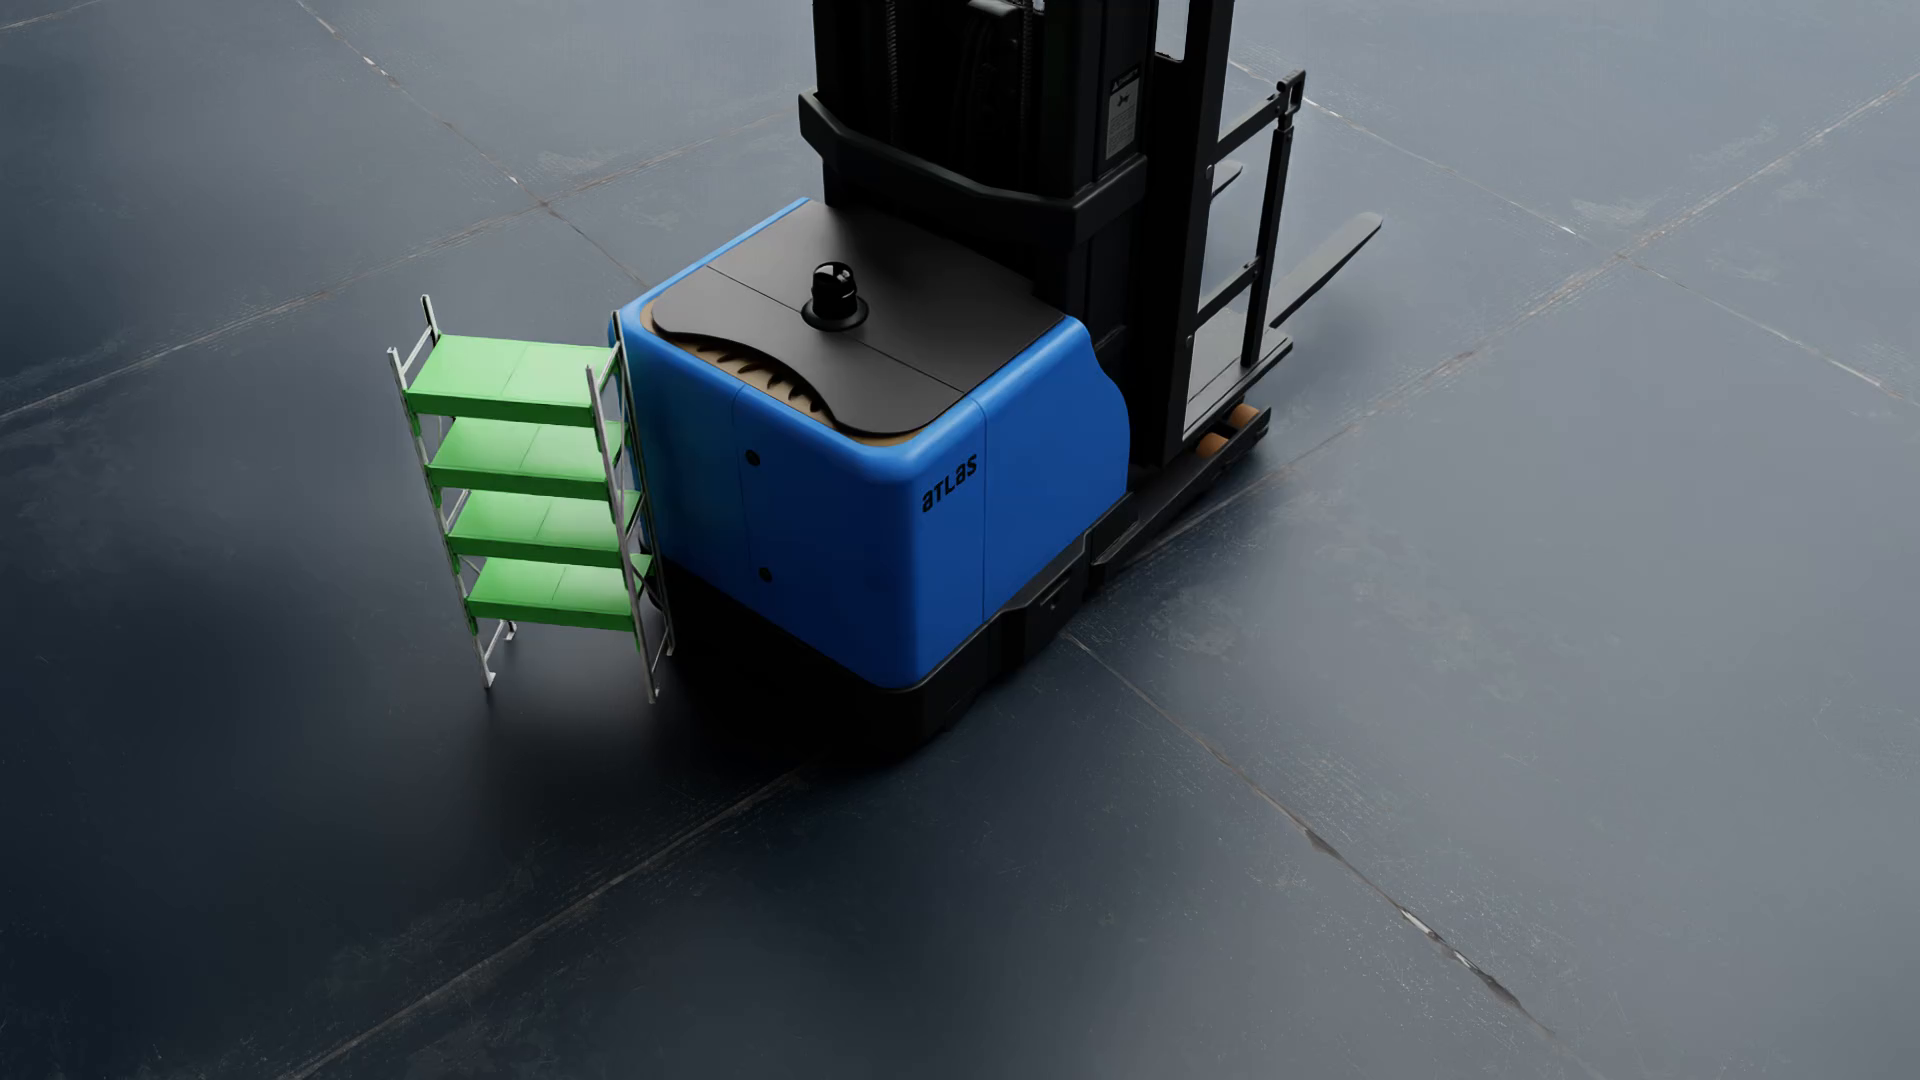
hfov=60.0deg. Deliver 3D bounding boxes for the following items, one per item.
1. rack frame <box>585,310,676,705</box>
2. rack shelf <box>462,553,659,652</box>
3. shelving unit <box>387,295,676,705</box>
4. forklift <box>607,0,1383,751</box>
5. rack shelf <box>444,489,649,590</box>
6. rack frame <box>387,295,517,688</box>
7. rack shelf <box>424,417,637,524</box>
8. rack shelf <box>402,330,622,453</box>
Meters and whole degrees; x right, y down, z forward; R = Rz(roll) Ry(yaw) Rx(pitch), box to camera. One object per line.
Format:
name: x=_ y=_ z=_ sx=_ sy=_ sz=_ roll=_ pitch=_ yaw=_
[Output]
rack frame: x=-0.864 y=-0.049 z=4.426 sx=0.015 sy=1.200 sz=0.240 roll=5 pitch=43 yaw=5
rack shelf: x=-1.106 y=0.151 z=4.657 sx=0.480 sy=0.148 sz=0.258 roll=5 pitch=43 yaw=5
shelving unit: x=-1.106 y=-0.071 z=4.449 sx=0.503 sy=1.200 sz=0.258 roll=5 pitch=43 yaw=5
forklift: x=0.377 y=-1.444 z=4.646 sx=1.130 sy=2.935 sz=3.031 roll=29 pitch=50 yaw=27
rack shelf: x=-1.106 y=-0.024 z=4.493 sx=0.480 sy=0.148 sz=0.258 roll=5 pitch=43 yaw=5
rack frame: x=-1.347 y=-0.093 z=4.472 sx=0.015 sy=1.200 sz=0.240 roll=5 pitch=43 yaw=5
rack shelf: x=-1.106 y=-0.199 z=4.329 sx=0.480 sy=0.148 sz=0.258 roll=5 pitch=43 yaw=5
rack shelf: x=-1.106 y=-0.374 z=4.164 sx=0.480 sy=0.148 sz=0.258 roll=5 pitch=43 yaw=5
